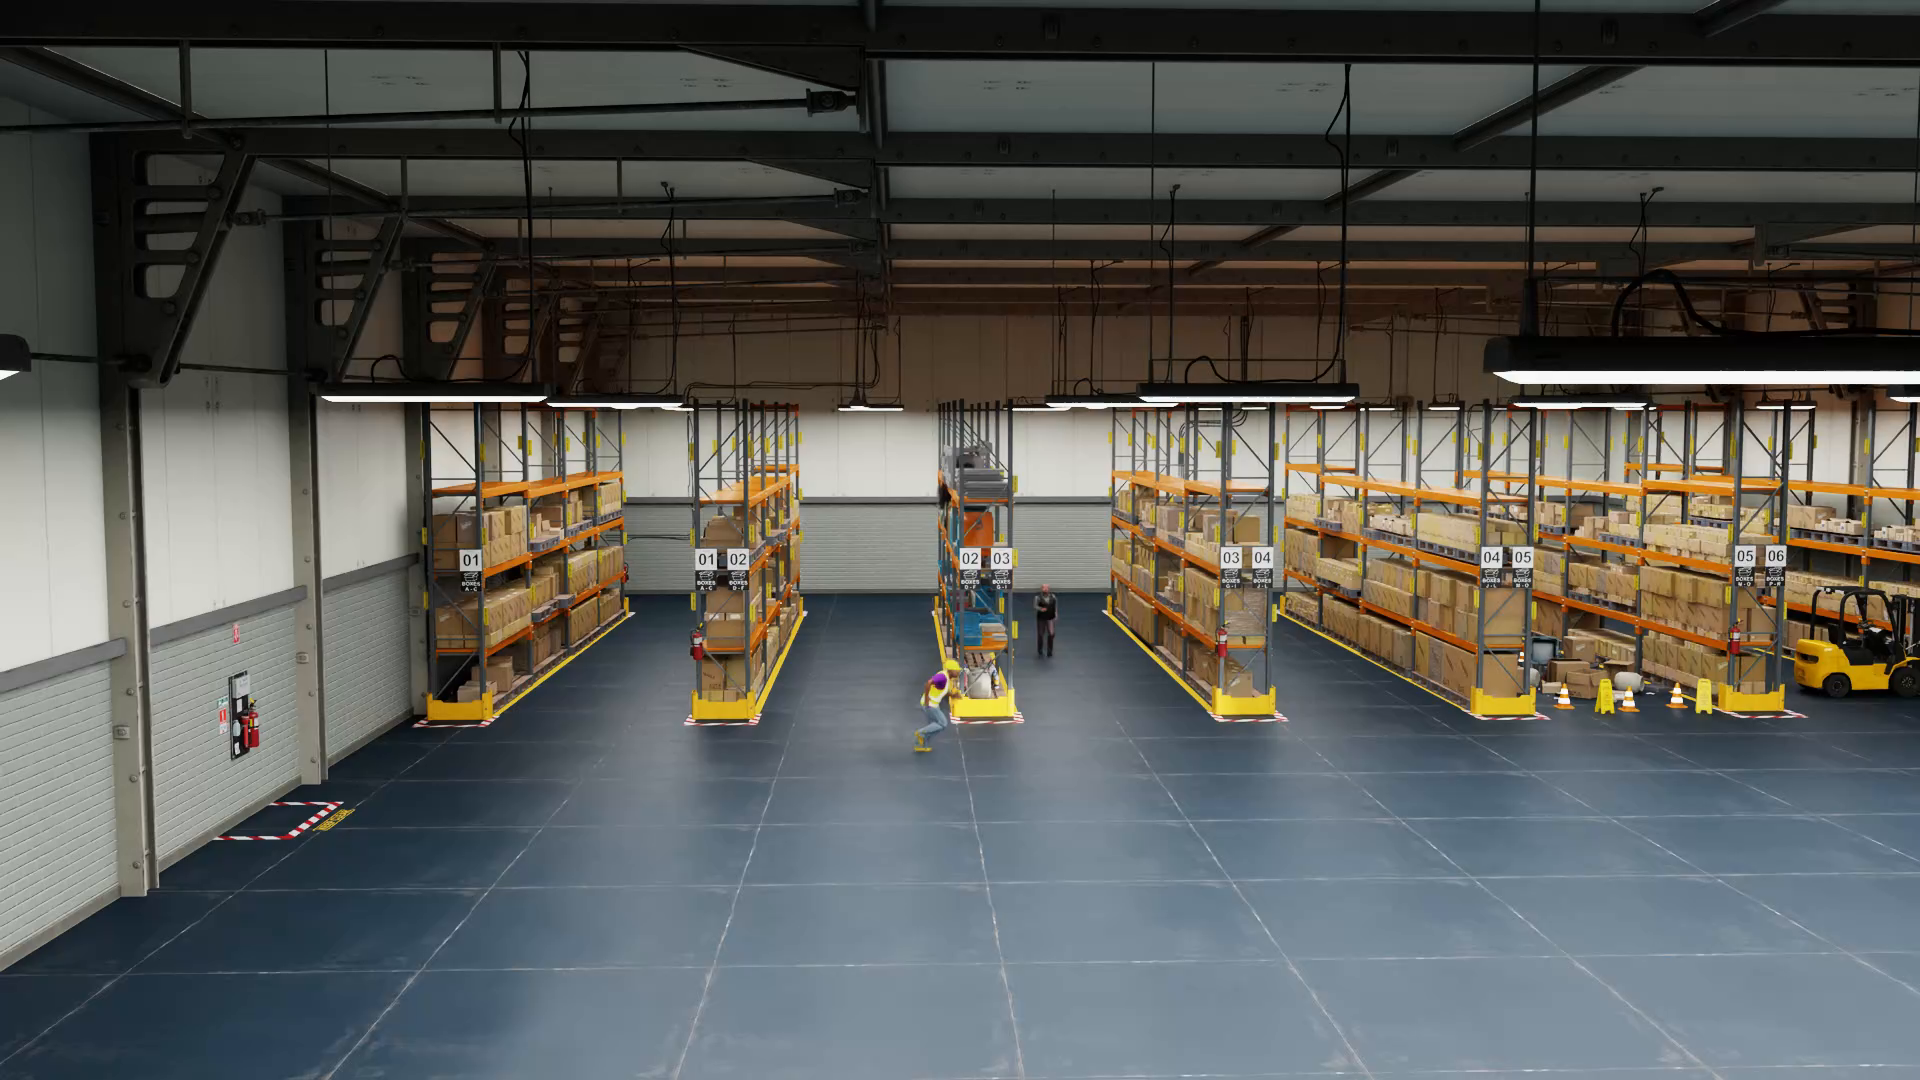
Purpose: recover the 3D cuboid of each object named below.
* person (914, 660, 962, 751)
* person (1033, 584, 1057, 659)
[{"bbox_3d":[-0.378,2.808,28.029,0.825,1.574,0.734,1,4,8],"label":"person"},{"bbox_3d":[2.013,1.905,39.033,0.635,1.773,0.830,-1,4,-9],"label":"person"}]
